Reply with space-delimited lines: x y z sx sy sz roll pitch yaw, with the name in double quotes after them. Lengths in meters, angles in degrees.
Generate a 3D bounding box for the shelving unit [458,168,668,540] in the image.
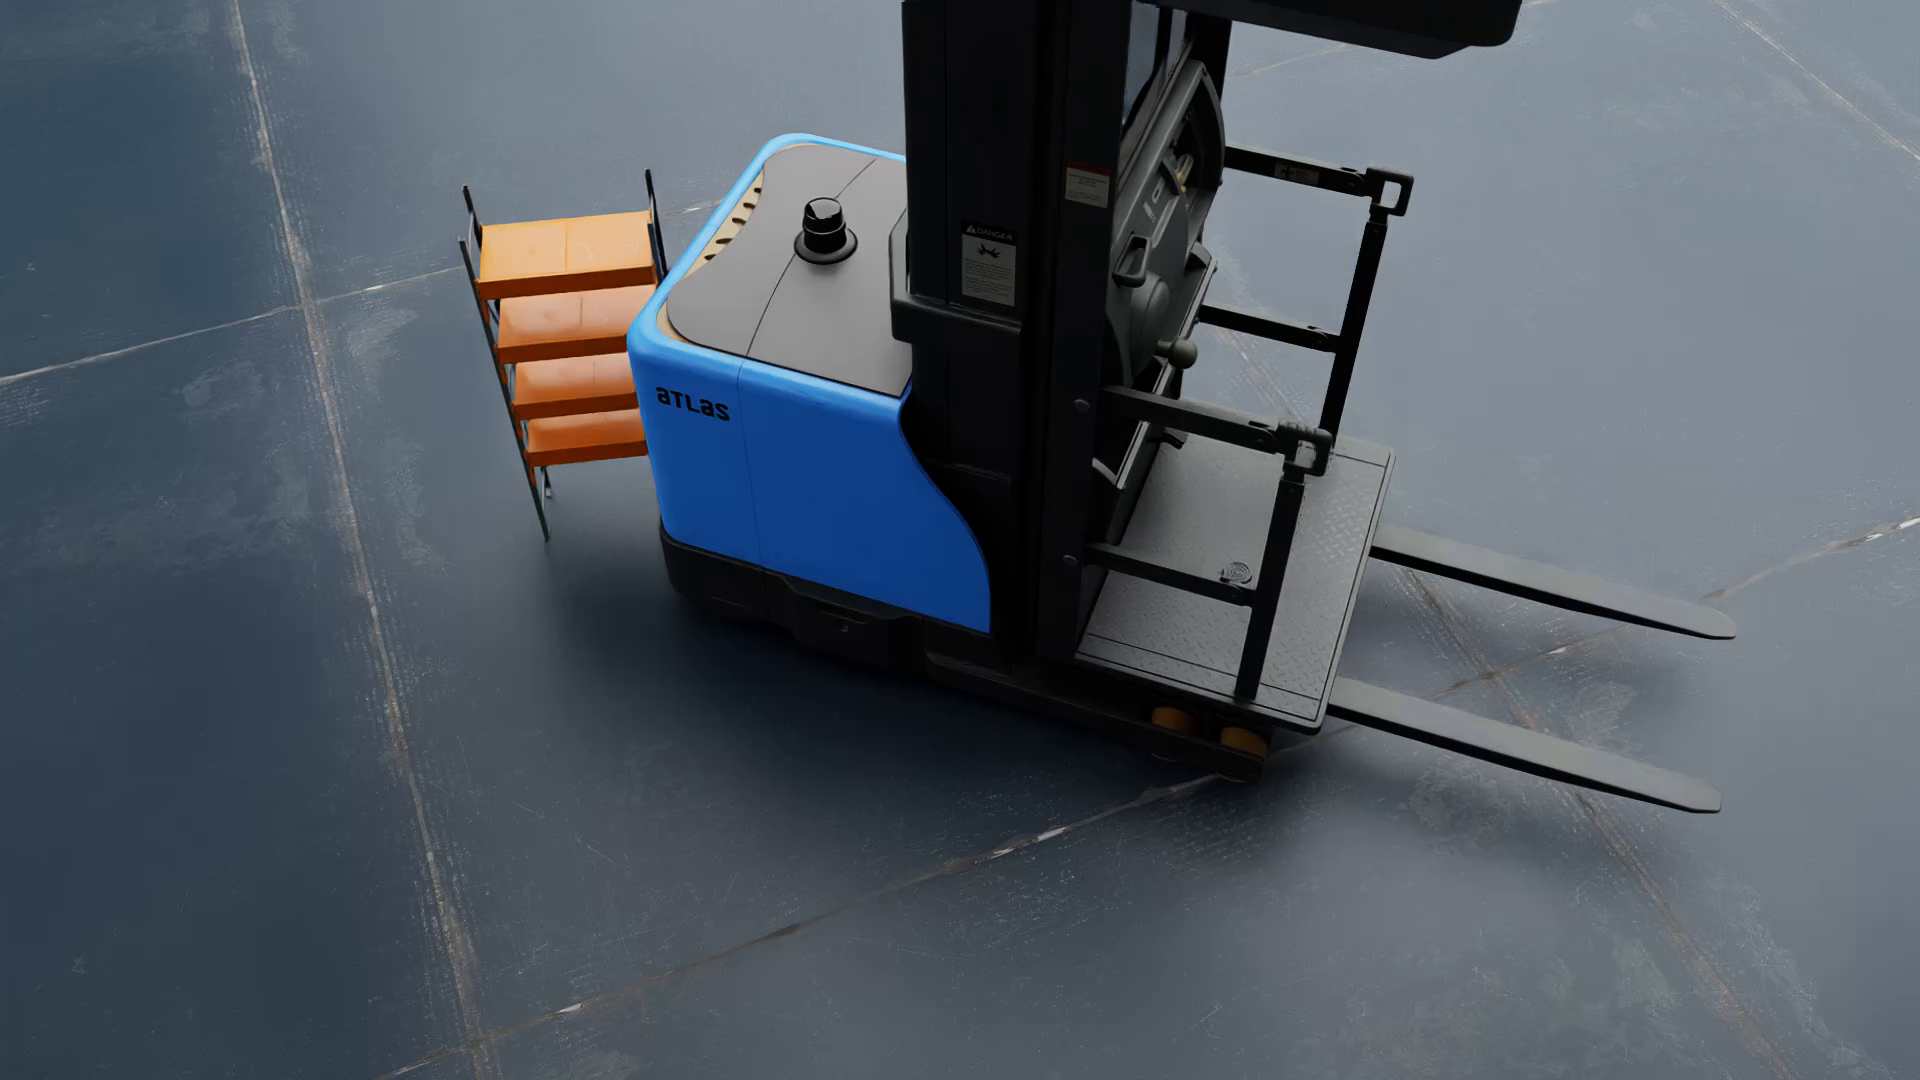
-1.078 -0.507 4.895 0.503 1.200 0.258 -6 50 -5 "shelving unit"

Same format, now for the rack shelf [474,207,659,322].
-1.078 -0.763 4.596 0.480 0.148 0.258 -6 50 -5 "rack shelf"

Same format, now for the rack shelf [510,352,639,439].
-1.078 -0.463 4.946 0.480 0.148 0.258 -6 50 -5 "rack shelf"

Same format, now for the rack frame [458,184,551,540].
-1.319 -0.480 4.871 0.015 1.200 0.240 -6 50 -5 "rack frame"

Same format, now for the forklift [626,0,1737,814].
0.685 -0.736 3.950 3.031 2.935 1.130 16 51 13 "forklift"

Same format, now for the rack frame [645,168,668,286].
-0.836 -0.534 4.918 0.015 1.200 0.240 -6 50 -5 "rack frame"

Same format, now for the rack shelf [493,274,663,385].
-1.078 -0.609 4.776 0.480 0.148 0.258 -6 50 -5 "rack shelf"

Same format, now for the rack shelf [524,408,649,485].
-1.078 -0.334 5.096 0.480 0.148 0.258 -6 50 -5 "rack shelf"
